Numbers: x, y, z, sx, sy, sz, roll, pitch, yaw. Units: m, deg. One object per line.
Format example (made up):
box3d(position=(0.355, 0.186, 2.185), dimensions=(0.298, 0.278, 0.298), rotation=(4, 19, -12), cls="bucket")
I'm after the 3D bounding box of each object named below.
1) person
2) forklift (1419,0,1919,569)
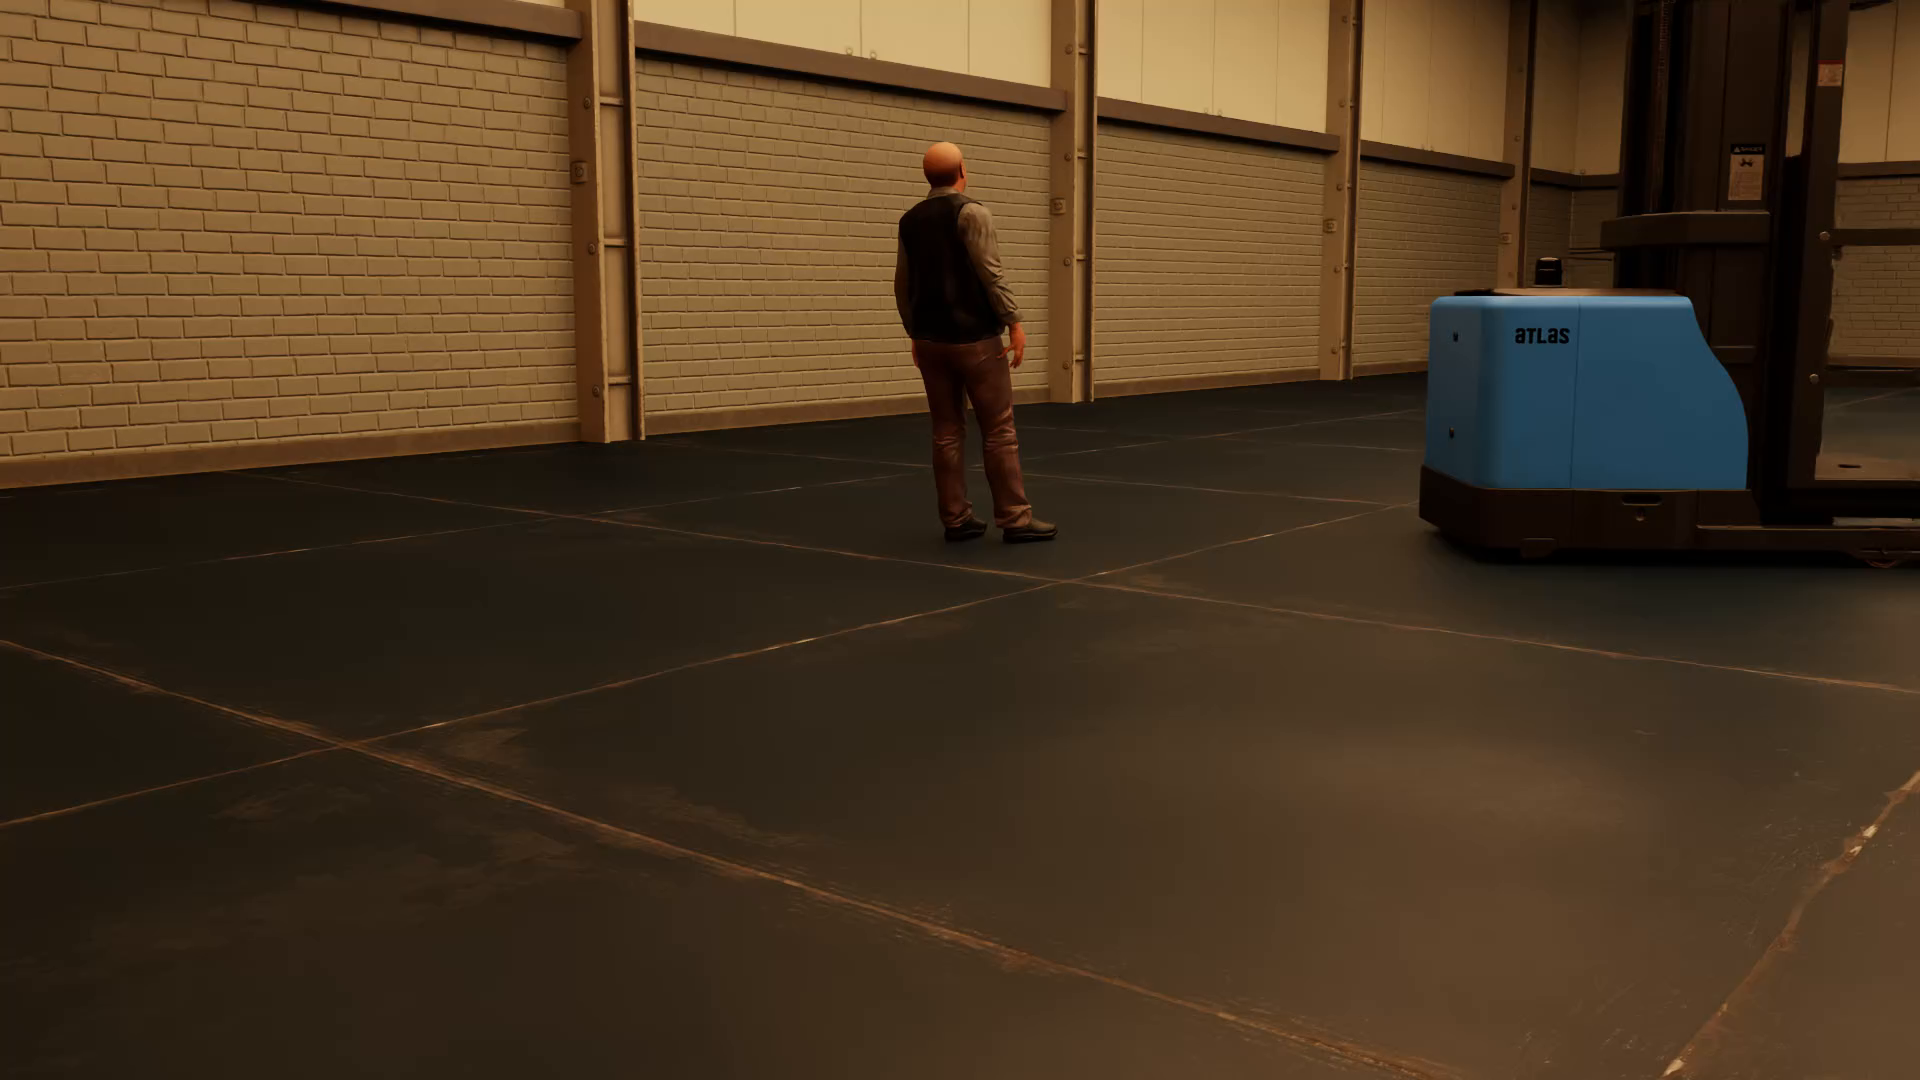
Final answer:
box3d(position=(0.045, -0.865, 7.322), dimensions=(0.632, 1.720, 0.568), rotation=(7, 11, 38), cls="person")
box3d(position=(3.604, -1.414, 6.947), dimensions=(3.031, 2.935, 1.130), rotation=(0, 8, 2), cls="forklift")
